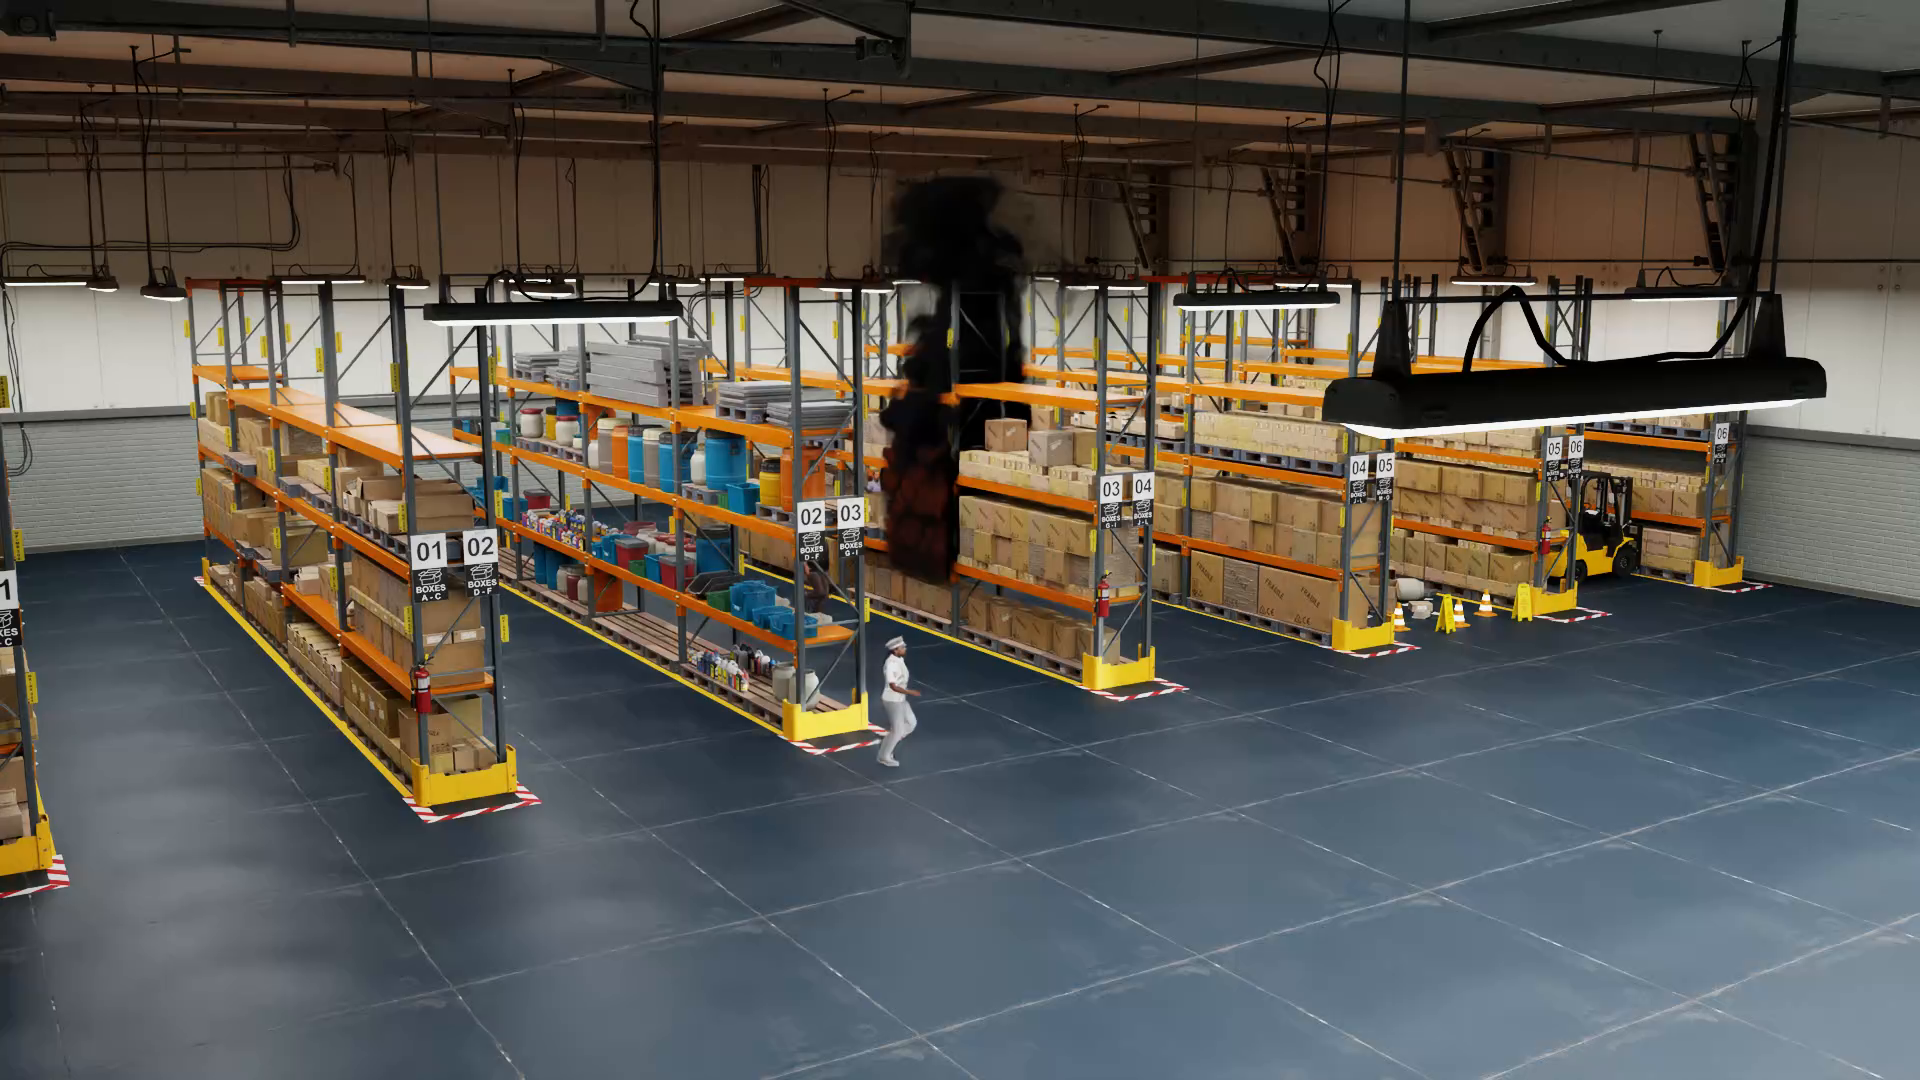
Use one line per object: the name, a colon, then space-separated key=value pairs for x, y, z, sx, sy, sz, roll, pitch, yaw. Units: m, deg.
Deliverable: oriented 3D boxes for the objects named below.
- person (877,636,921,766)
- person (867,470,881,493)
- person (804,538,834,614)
person: x=-0.764 y=2.019 z=21.047 sx=0.579 sy=1.670 sz=0.611 roll=1 pitch=10 yaw=6
person: x=-1.874 y=-0.730 z=37.524 sx=0.620 sy=1.705 sz=0.748 roll=-4 pitch=10 yaw=-24
person: x=-2.423 y=0.522 z=28.126 sx=0.581 sy=1.681 sz=0.659 roll=9 pitch=13 yaw=44
